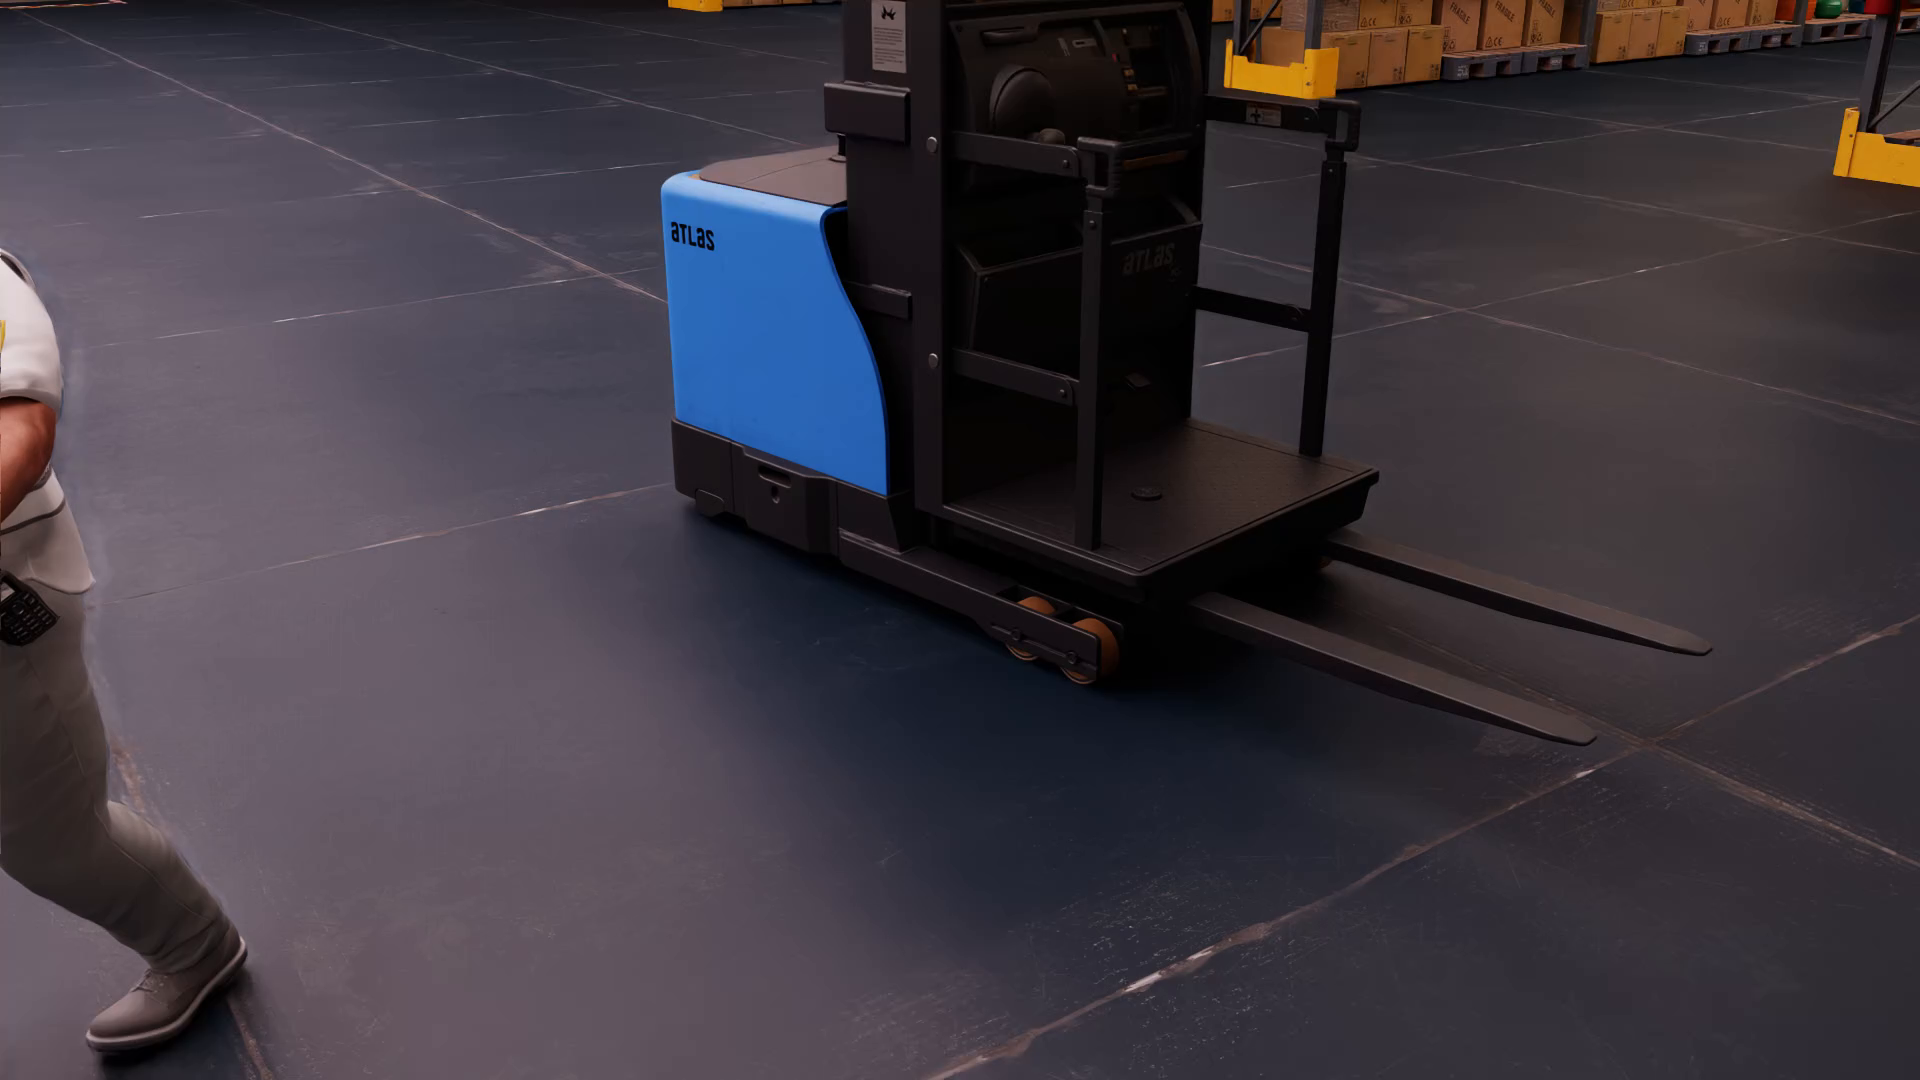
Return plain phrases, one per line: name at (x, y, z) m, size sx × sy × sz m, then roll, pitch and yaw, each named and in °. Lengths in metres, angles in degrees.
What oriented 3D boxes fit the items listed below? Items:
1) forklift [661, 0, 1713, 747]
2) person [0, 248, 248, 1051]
forklift at (0.477, -1.209, 4.243) m, size 3.031 × 2.935 × 1.130 m, roll 20°, pitch 30°, yaw 41°
person at (-1.654, 0.130, 2.578) m, size 0.977 × 1.727 × 0.762 m, roll 11°, pitch 24°, yaw 25°
